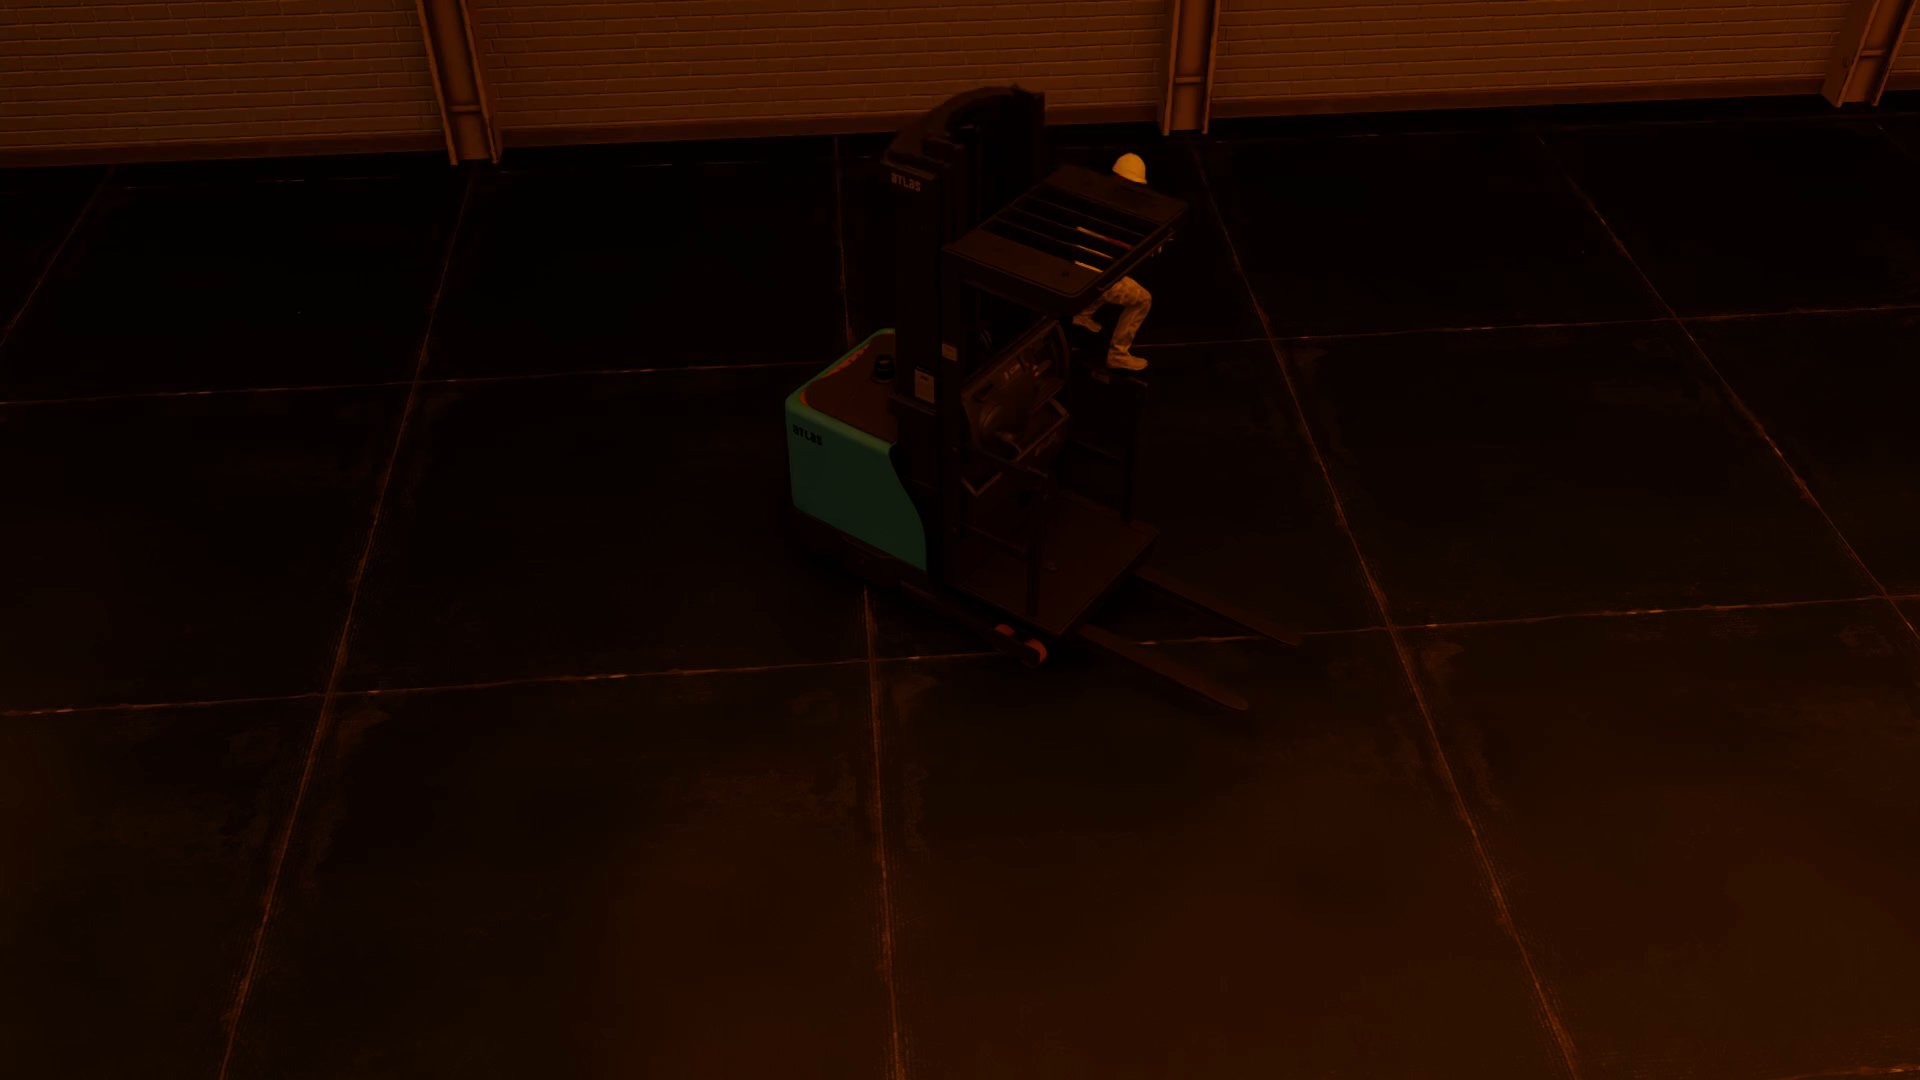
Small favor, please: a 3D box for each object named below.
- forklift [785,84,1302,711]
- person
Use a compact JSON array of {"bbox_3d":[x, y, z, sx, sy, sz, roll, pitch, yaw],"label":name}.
[{"bbox_3d":[0.472,-0.793,8.865,3.031,2.935,1.130,25,47,26],"label":"forklift"},{"bbox_3d":[1.121,-1.885,11.276,0.926,1.513,0.825,-8,41,-10],"label":"person"}]
